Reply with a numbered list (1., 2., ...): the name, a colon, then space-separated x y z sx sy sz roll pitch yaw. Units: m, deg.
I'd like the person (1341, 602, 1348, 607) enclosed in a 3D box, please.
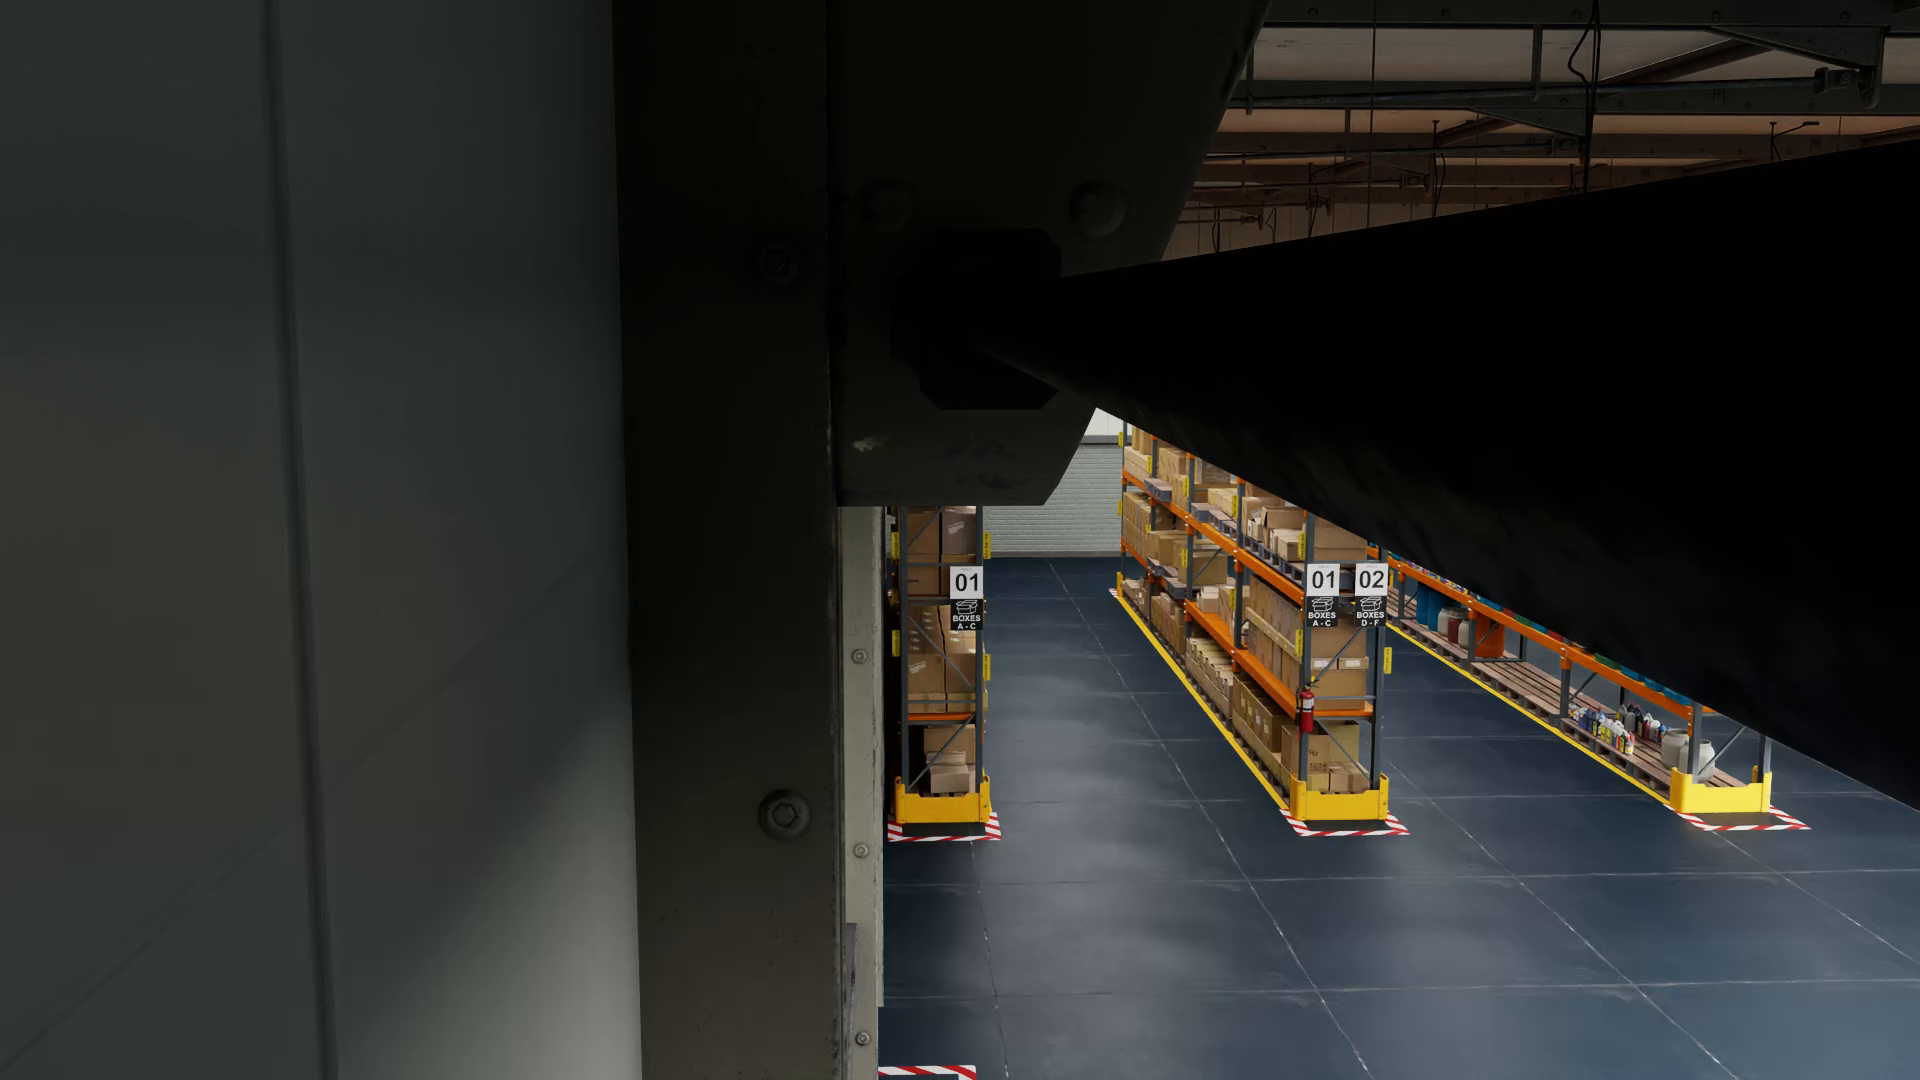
1. person: 6.047 1.788 26.497 0.538 1.812 0.884 -1 8 -4
